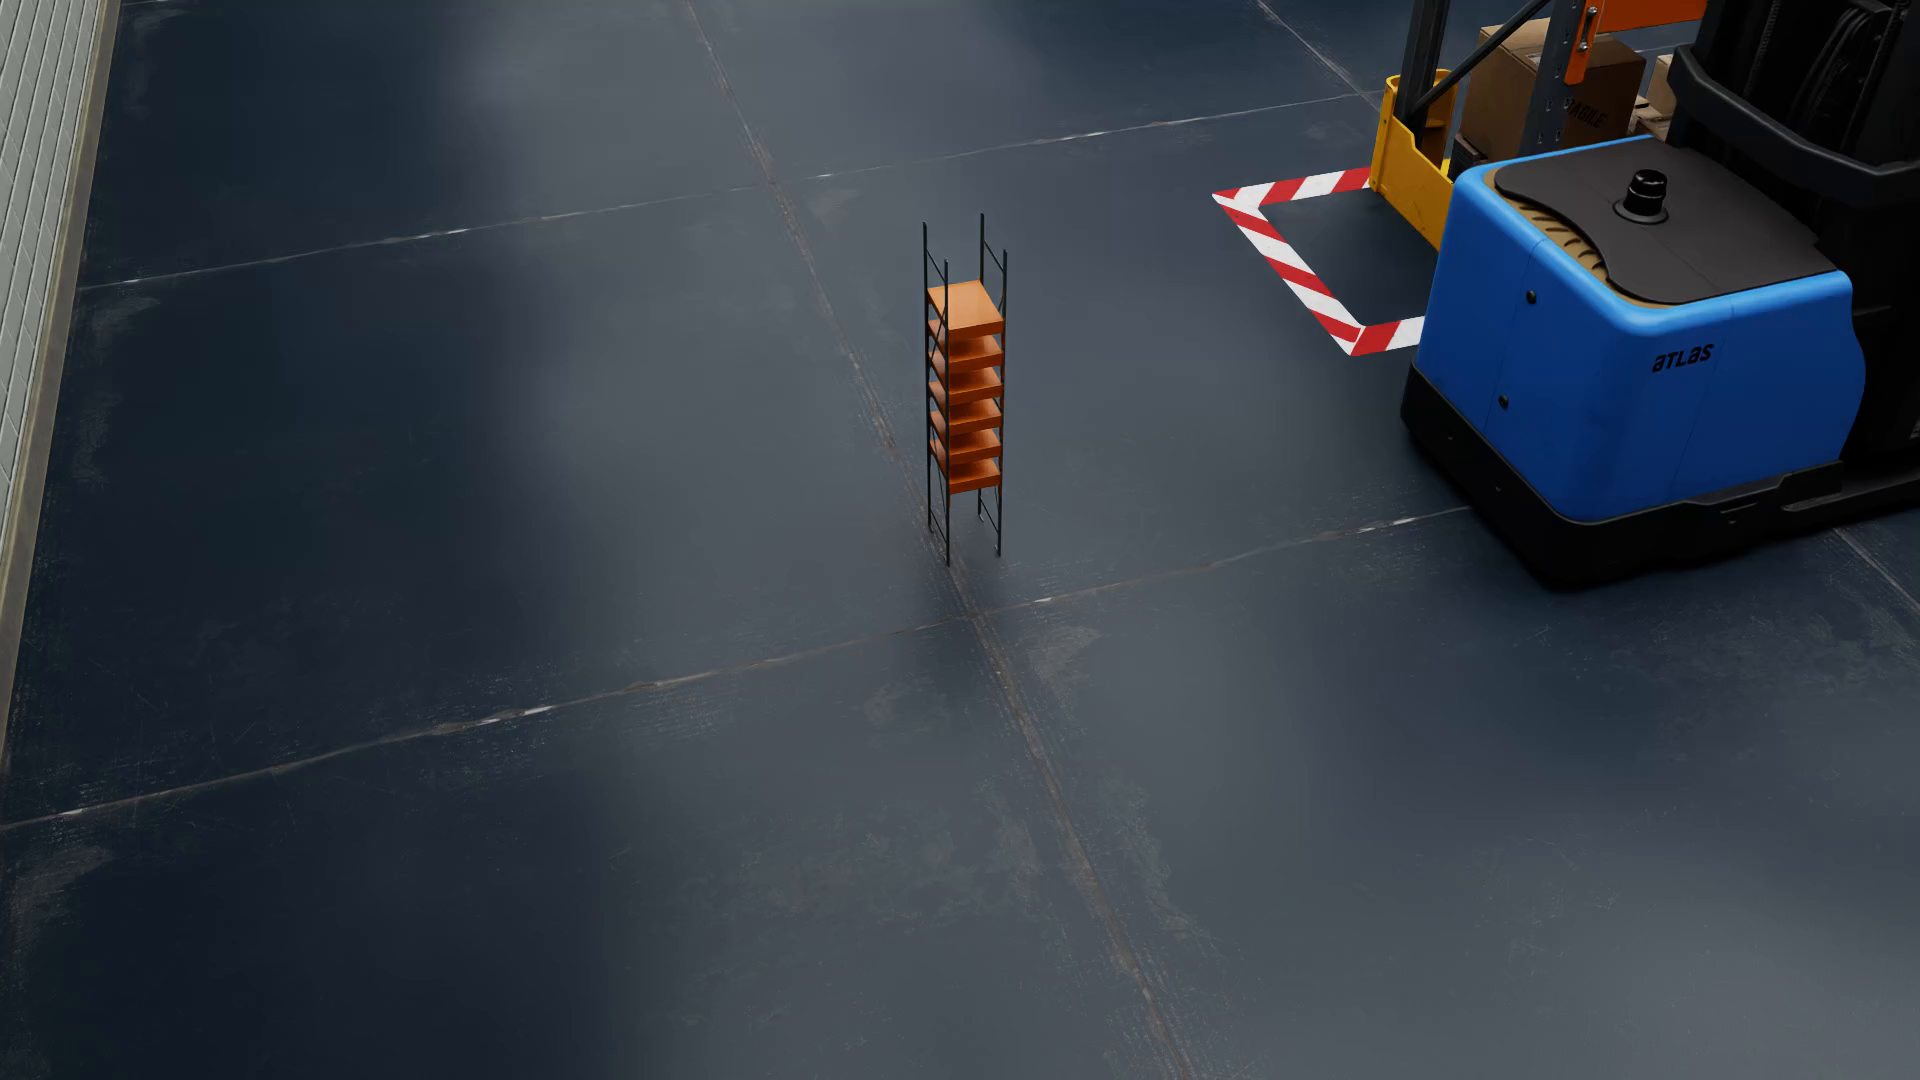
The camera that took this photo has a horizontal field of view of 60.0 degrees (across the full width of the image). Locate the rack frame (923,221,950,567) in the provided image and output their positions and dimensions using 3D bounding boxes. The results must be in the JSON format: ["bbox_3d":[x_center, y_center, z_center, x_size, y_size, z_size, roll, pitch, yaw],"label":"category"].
[{"bbox_3d":[-0.073,-0.437,5.338,0.006,1.200,0.240,-12,42,-13],"label":"rack frame"}]

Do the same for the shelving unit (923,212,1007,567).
[{"bbox_3d":[0.014,-0.455,5.359,0.189,1.200,0.258,-12,42,-13],"label":"shelving unit"}]

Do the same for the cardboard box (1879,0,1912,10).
[{"bbox_3d":[4.145,-2.080,7.414,0.637,0.503,0.797,-12,42,-13],"label":"cardboard box"}]

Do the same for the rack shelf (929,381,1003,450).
[{"bbox_3d":[0.014,-0.421,5.388,0.180,0.103,0.258,-12,42,-13],"label":"rack shelf"}]

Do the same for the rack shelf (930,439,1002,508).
[{"bbox_3d":[0.014,-0.241,5.546,0.180,0.103,0.258,-12,42,-13],"label":"rack shelf"}]

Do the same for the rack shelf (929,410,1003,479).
[{"bbox_3d":[0.014,-0.331,5.467,0.180,0.103,0.258,-12,42,-13],"label":"rack shelf"}]

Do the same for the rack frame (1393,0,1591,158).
[{"bbox_3d":[2.120,-2.438,6.261,0.127,3.000,1.000,-12,42,-13],"label":"rack frame"}]

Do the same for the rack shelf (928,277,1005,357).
[{"bbox_3d":[0.014,-0.692,5.151,0.180,0.103,0.258,-12,42,-13],"label":"rack shelf"}]

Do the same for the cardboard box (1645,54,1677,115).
[{"bbox_3d":[3.480,-2.000,7.514,0.500,0.250,0.500,-12,42,-13],"label":"cardboard box"}]

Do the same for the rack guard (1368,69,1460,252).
[{"bbox_3d":[2.193,-1.512,7.101,0.348,0.500,1.175,-12,42,-13],"label":"rack guard"}]

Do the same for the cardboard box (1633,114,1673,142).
[{"bbox_3d":[3.201,-1.597,7.054,0.500,0.250,0.500,-12,42,-13],"label":"cardboard box"}]

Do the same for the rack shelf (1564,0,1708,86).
[{"bbox_3d":[4.028,-2.563,6.950,4.000,0.370,1.077,-12,42,-13],"label":"rack shelf"}]

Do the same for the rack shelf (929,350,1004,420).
[{"bbox_3d":[0.014,-0.512,5.309,0.180,0.103,0.258,-12,42,-13],"label":"rack shelf"}]

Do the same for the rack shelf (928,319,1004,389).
[{"bbox_3d":[0.014,-0.602,5.230,0.180,0.103,0.258,-12,42,-13],"label":"rack shelf"}]

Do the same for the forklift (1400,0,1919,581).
[{"bbox_3d":[3.205,-1.556,5.303,3.031,2.935,1.130,-13,43,-15],"label":"forklift"}]

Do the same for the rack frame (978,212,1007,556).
[{"bbox_3d":[0.101,-0.473,5.379,0.006,1.200,0.240,-12,42,-13],"label":"rack frame"}]

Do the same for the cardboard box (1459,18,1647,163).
[{"bbox_3d":[2.565,-1.925,7.239,0.500,0.500,0.500,-12,42,-13],"label":"cardboard box"}]

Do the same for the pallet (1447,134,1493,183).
[{"bbox_3d":[2.953,-1.561,7.377,1.213,0.211,1.003,-12,42,-13],"label":"pallet"}]

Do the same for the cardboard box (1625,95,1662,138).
[{"bbox_3d":[2.978,-1.823,7.376,0.250,0.166,0.380,-12,42,-13],"label":"cardboard box"}]
